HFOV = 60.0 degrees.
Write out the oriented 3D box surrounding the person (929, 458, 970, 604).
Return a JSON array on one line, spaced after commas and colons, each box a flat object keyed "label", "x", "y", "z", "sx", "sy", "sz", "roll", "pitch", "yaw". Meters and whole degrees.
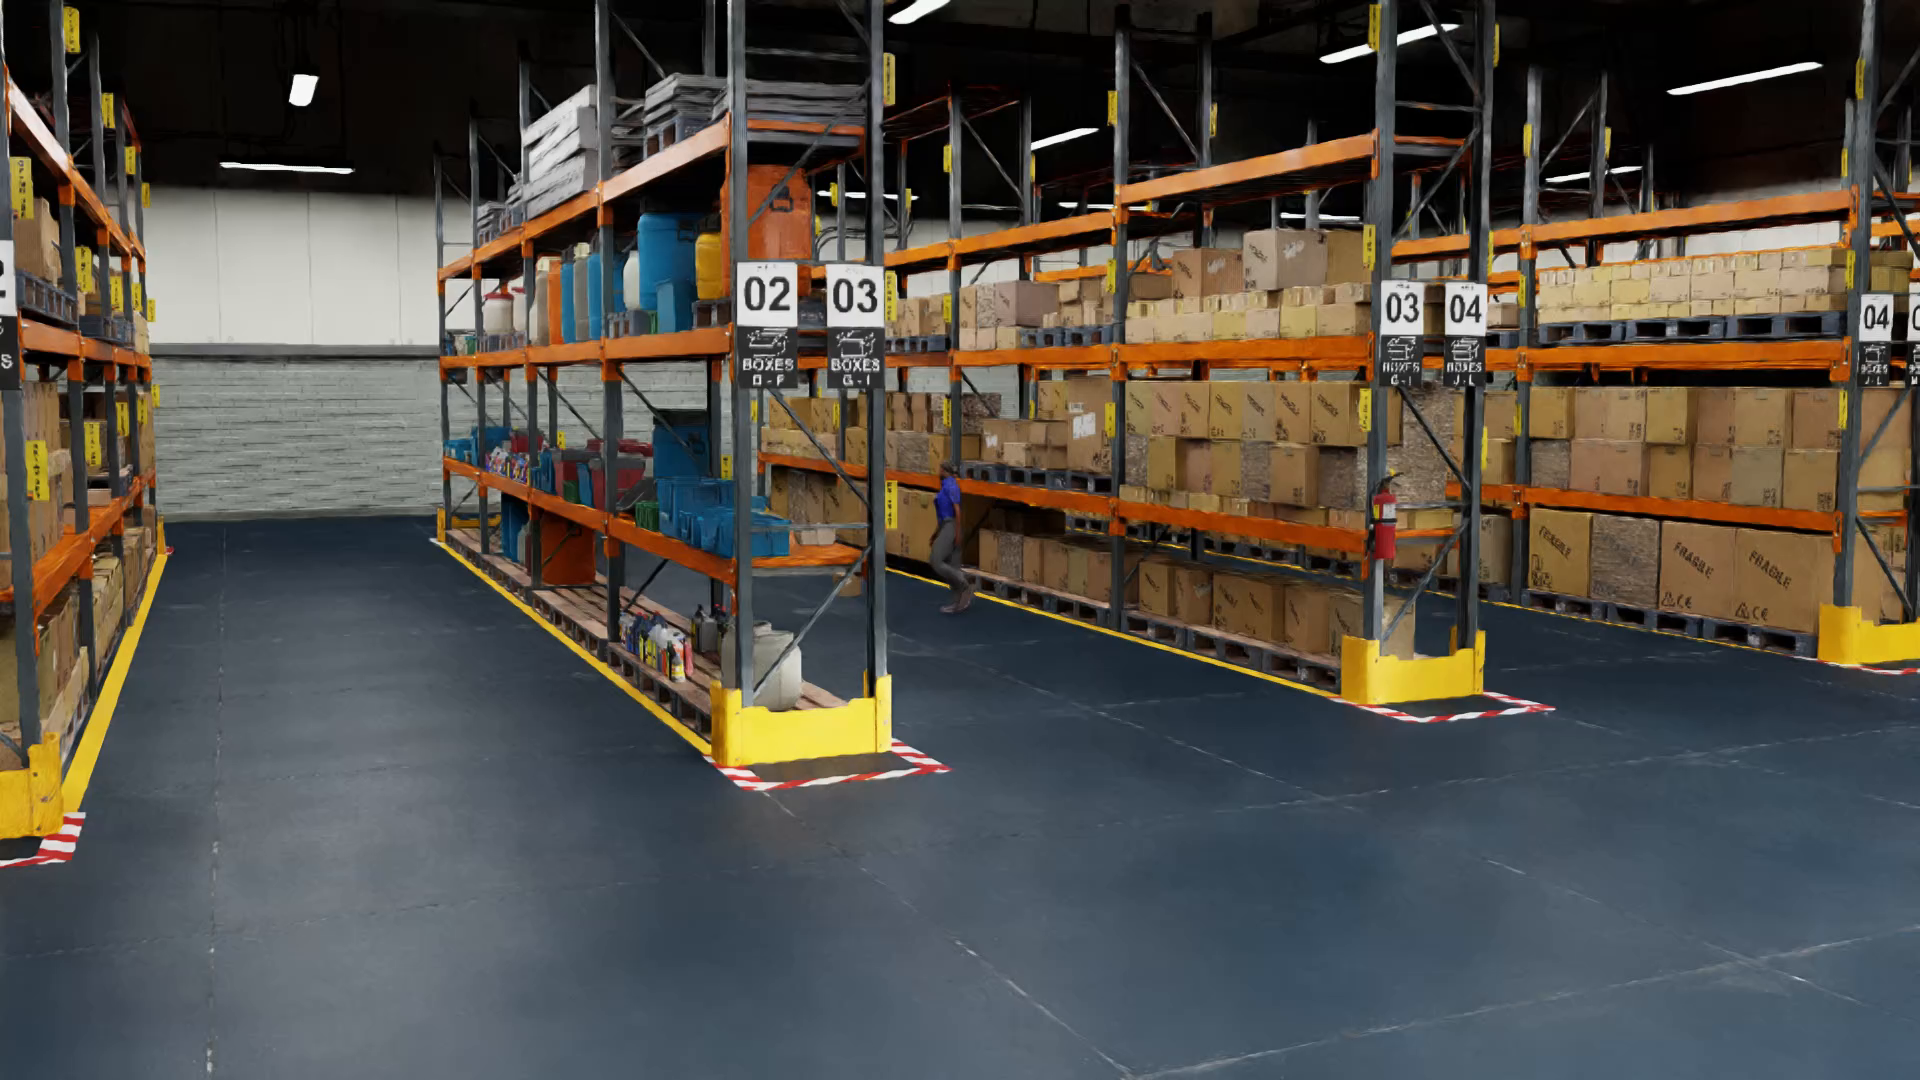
[{"label": "person", "x": -0.118, "y": -0.086, "z": 17.635, "sx": 0.427, "sy": 1.559, "sz": 0.589, "roll": 0, "pitch": 6, "yaw": -3}]
